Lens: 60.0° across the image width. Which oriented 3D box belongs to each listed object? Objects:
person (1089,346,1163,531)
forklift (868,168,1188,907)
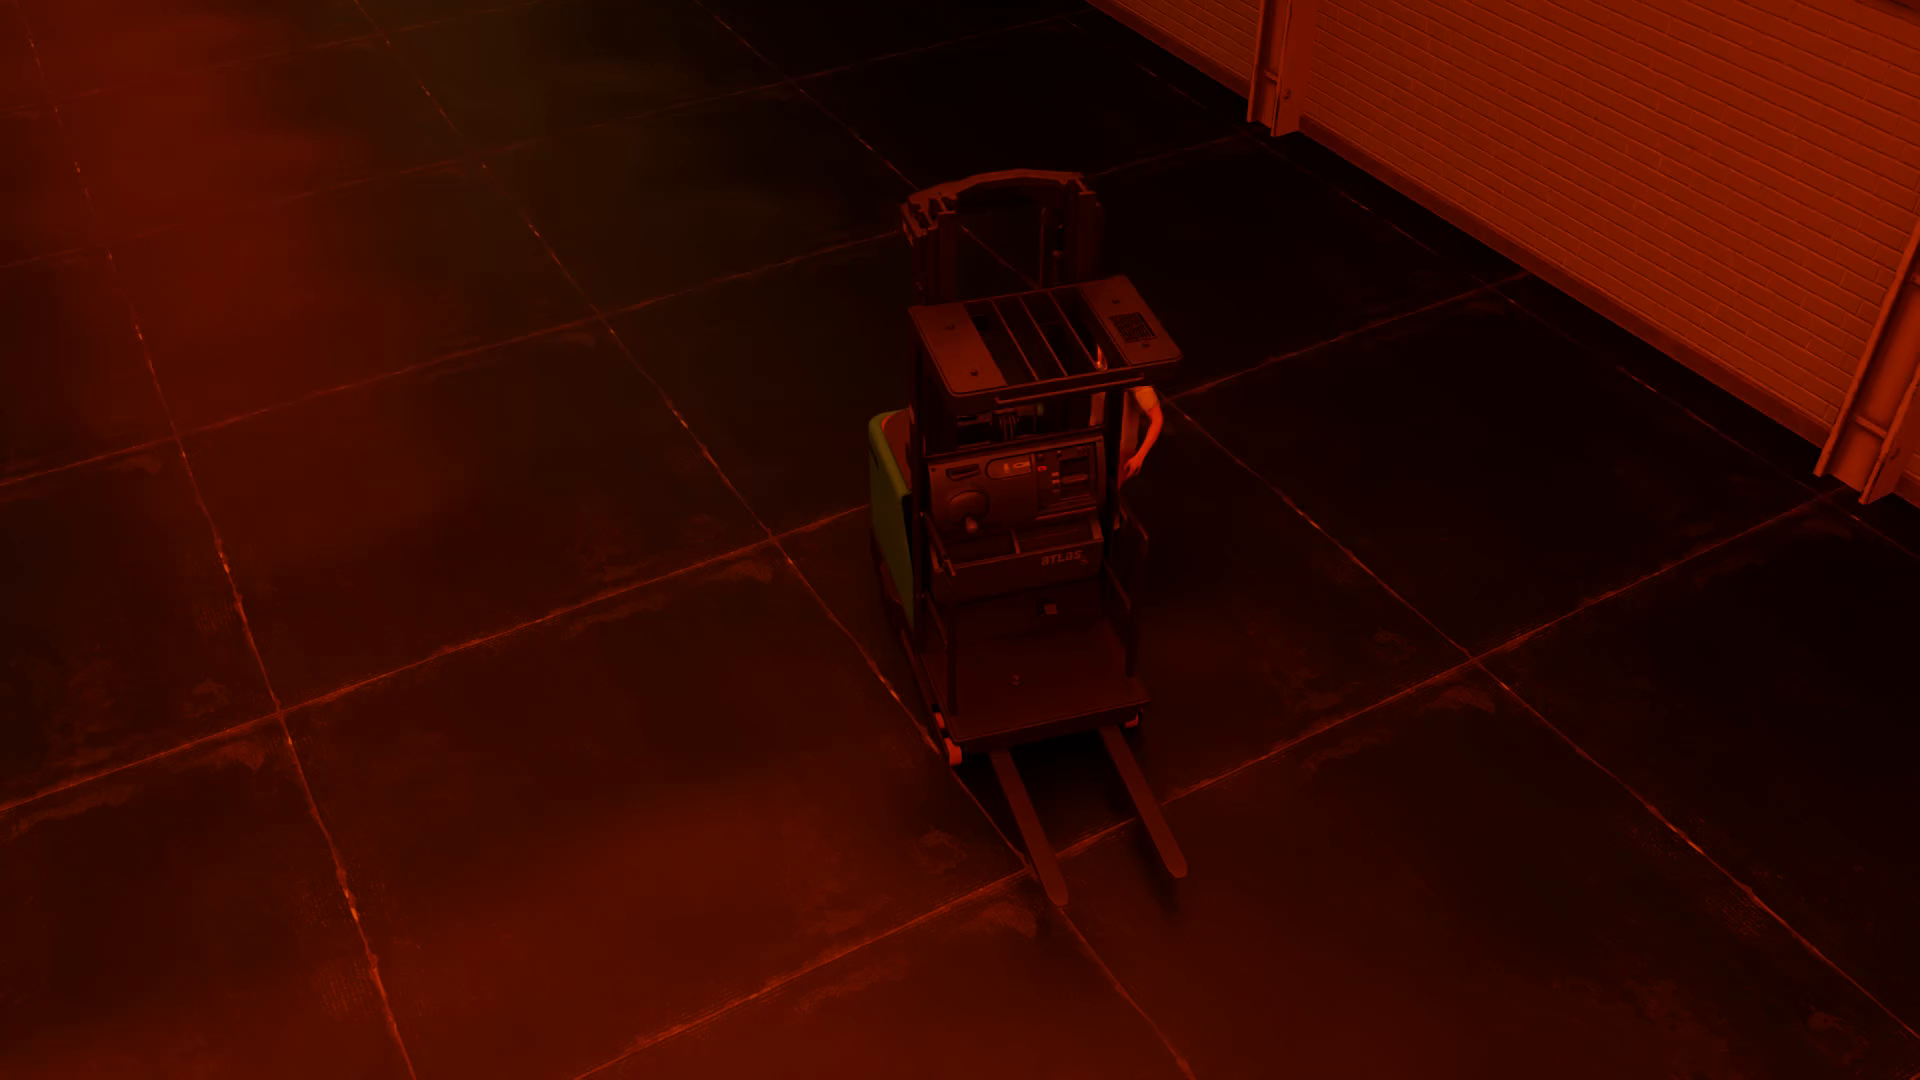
[{"bbox_3d":[0.796,-0.574,9.777,0.539,1.626,0.799,-14,42,-16],"label":"person"},{"bbox_3d":[0.358,-0.204,8.282,1.130,2.935,3.031,-10,41,-12],"label":"forklift"}]
